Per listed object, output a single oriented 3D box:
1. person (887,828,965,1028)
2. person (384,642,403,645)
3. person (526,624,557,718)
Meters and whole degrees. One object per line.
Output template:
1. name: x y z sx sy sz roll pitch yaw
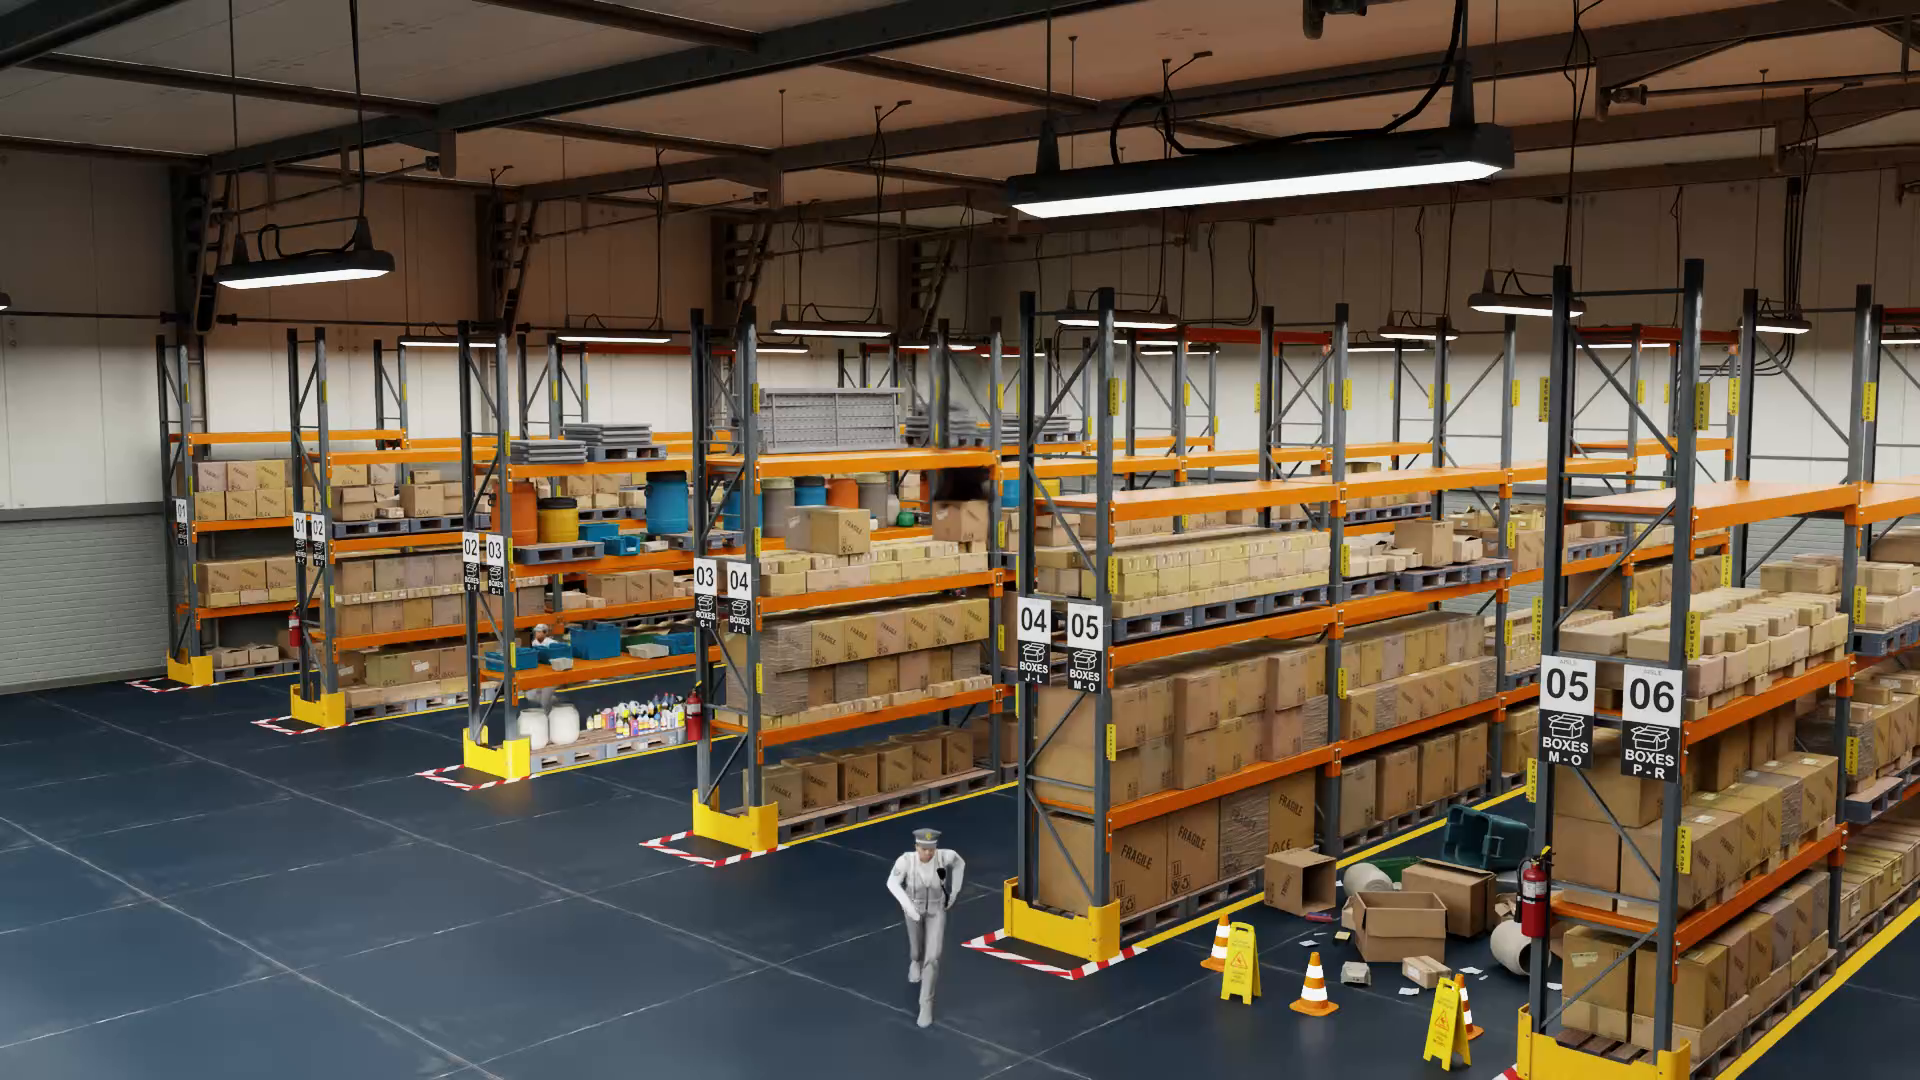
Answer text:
1. person: -0.291 3.099 13.800 0.653 1.631 0.976 -1 5 -9
2. person: -9.617 1.630 28.404 0.711 1.764 0.918 3 6 30
3. person: -6.246 2.044 24.855 0.646 1.619 0.622 3 6 31
